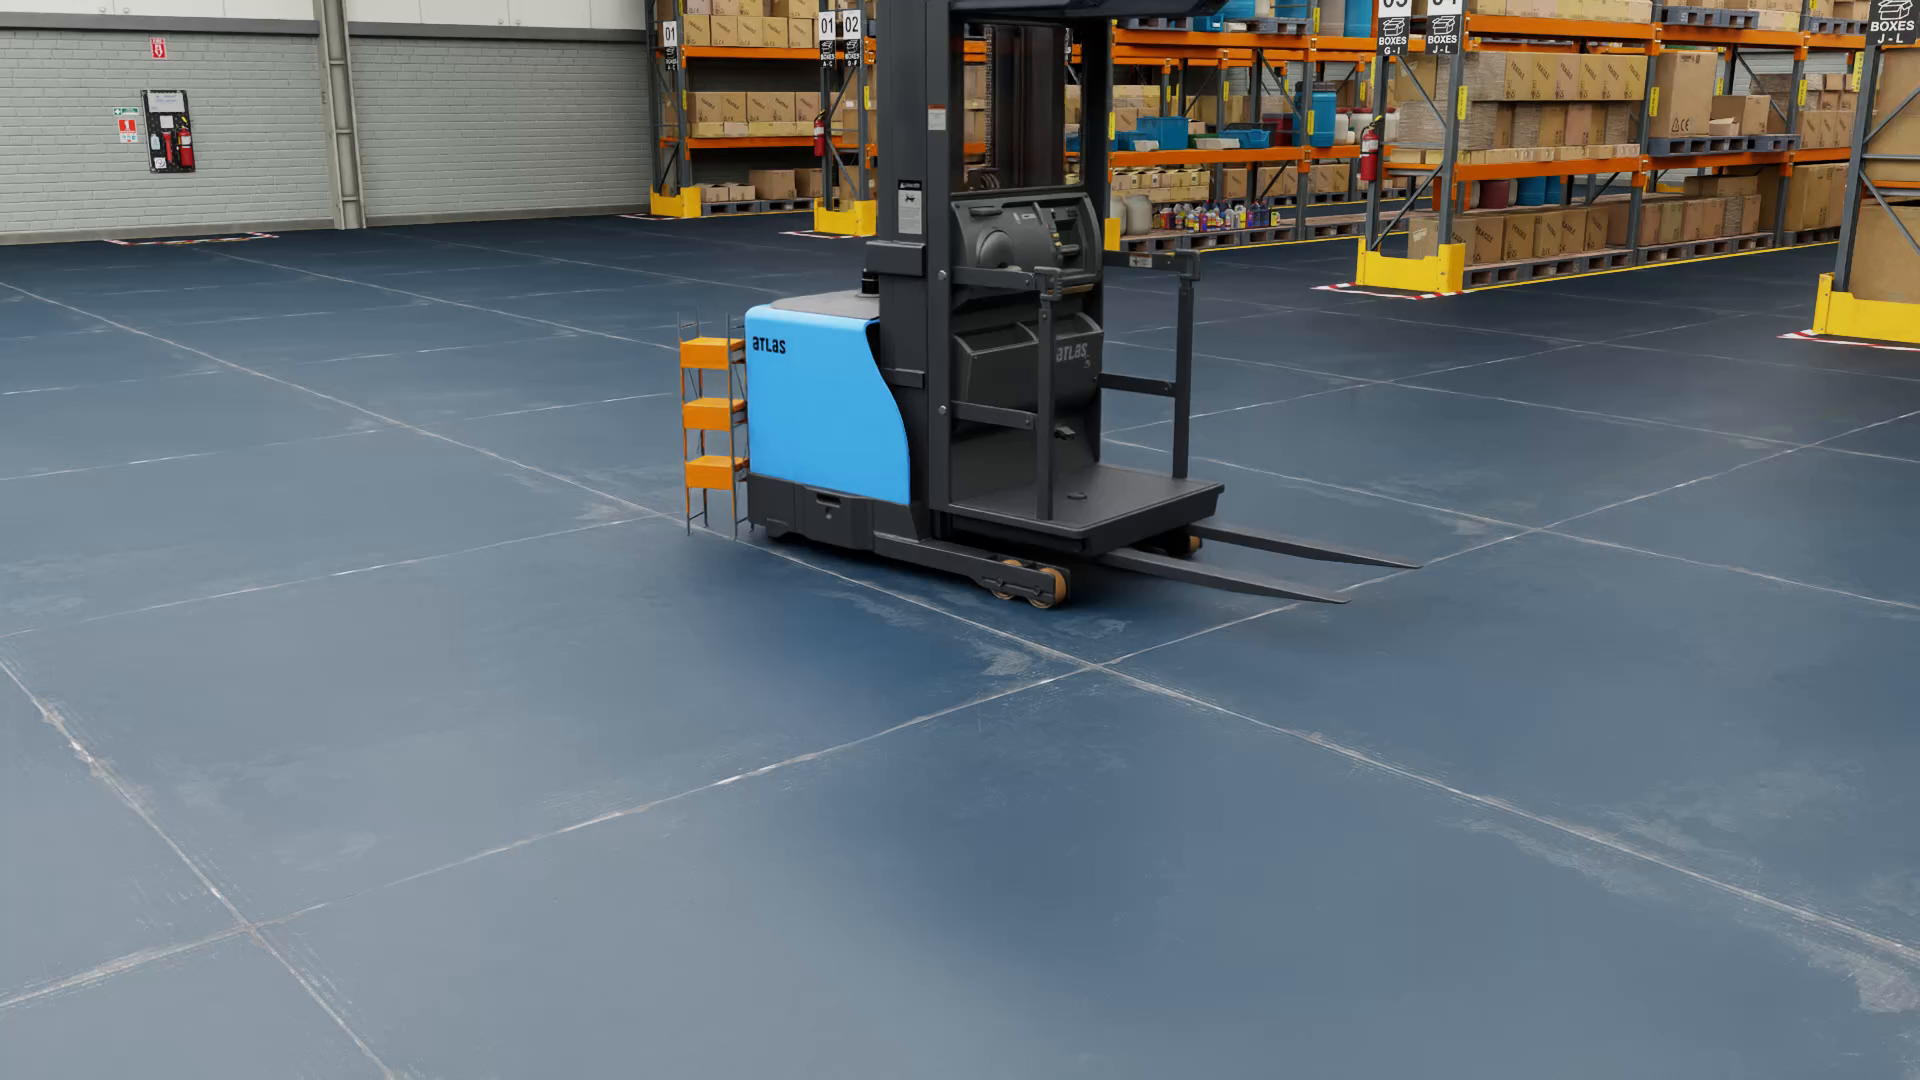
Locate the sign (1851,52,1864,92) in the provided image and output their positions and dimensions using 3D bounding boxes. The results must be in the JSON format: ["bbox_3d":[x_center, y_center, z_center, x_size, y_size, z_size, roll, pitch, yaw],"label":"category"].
[{"bbox_3d":[7.615,-3.963,14.073,0.005,0.325,0.100,-13,19,-39],"label":"sign"}]

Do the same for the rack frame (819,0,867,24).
[{"bbox_3d":[-1.719,-8.992,23.975,0.127,3.000,1.000,-13,19,-39],"label":"rack frame"}]

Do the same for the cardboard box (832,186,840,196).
[{"bbox_3d":[-2.340,-6.482,30.842,0.380,0.166,0.250,13,20,40],"label":"cardboard box"}]

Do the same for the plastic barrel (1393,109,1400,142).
[{"bbox_3d":[6.611,-6.251,25.121,0.421,0.512,0.421,0,15,0],"label":"plastic barrel"}]

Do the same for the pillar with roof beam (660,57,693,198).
[{"bbox_3d":[-2.188,-9.404,25.520,0.400,9.000,9.100,-13,19,-39],"label":"pillar with roof beam"}]

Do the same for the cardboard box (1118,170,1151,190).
[{"bbox_3d":[2.933,-6.199,28.571,0.500,0.311,0.500,-12,19,-38],"label":"cardboard box"}]

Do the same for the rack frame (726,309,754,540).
[{"bbox_3d":[-1.018,-0.533,7.710,0.008,1.050,0.200,5,16,17],"label":"rack frame"}]

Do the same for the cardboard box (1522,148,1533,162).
[{"bbox_3d":[6.091,-4.258,18.364,0.250,0.149,0.380,-13,19,-39],"label":"cardboard box"}]

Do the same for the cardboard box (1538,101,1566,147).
[{"bbox_3d":[6.303,-4.711,18.804,0.500,0.500,0.875,-13,19,-39],"label":"cardboard box"}]

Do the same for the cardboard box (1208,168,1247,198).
[{"bbox_3d":[4.847,-6.475,30.170,0.500,0.500,0.500,-12,19,-37],"label":"cardboard box"}]

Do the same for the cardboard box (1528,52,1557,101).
[{"bbox_3d":[6.133,-5.048,18.127,0.500,0.500,0.500,-13,19,-39],"label":"cardboard box"}]

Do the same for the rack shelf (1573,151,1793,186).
[{"bbox_3d":[9.307,-4.833,21.425,4.000,0.370,1.077,-13,19,-39],"label":"rack shelf"}]

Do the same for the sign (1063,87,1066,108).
[{"bbox_3d":[1.664,-7.120,26.761,0.005,0.325,0.100,-13,19,-39],"label":"sign"}]

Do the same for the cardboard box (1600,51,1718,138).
[{"bbox_3d":[8.490,-5.442,20.334,1.000,1.000,1.000,-12,19,-39],"label":"cardboard box"}]

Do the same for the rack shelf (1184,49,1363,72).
[{"bbox_3d":[5.825,-8.889,30.797,4.000,0.370,1.077,-13,19,-39],"label":"rack shelf"}]

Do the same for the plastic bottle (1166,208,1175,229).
[{"bbox_3d":[2.906,-4.442,22.978,0.133,0.283,0.061,-13,19,-39],"label":"plastic bottle"}]

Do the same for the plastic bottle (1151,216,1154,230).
[{"bbox_3d":[2.627,-4.386,22.926,0.097,0.201,0.097,0,15,0],"label":"plastic bottle"}]

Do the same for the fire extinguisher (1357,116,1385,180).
[{"bbox_3d":[4.392,-4.197,17.801,0.183,0.674,0.296,-13,19,-39],"label":"fire extinguisher"}]

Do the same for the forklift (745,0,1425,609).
[{"bbox_3d":[0.455,-1.291,6.903,3.031,2.935,1.130,12,19,39],"label":"forklift"}]

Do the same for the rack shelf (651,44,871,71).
[{"bbox_3d":[-3.465,-8.498,29.332,4.000,0.370,1.077,-13,19,-39],"label":"rack shelf"}]

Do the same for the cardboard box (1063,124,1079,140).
[{"bbox_3d":[1.641,-6.790,27.650,0.500,0.250,0.500,-11,19,-36],"label":"cardboard box"}]

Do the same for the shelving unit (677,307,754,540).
[{"bbox_3d":[-1.134,-0.542,7.746,0.252,1.050,0.215,5,16,17],"label":"shelving unit"}]

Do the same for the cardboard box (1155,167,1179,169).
[{"bbox_3d":[3.728,-6.562,29.933,0.500,0.311,0.500,-12,19,-38],"label":"cardboard box"}]

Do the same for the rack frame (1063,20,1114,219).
[{"bbox_3d":[1.530,-5.128,21.137,0.127,3.000,1.000,-13,19,-39],"label":"rack frame"}]

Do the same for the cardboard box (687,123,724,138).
[{"bbox_3d":[-4.397,-7.015,28.453,0.500,0.250,0.500,-13,20,-41],"label":"cardboard box"}]

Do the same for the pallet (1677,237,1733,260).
[{"bbox_3d":[9.306,-3.835,21.697,1.213,0.211,1.003,-13,19,-39],"label":"pallet"}]

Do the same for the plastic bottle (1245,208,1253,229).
[{"bbox_3d":[4.010,-4.473,23.094,0.133,0.283,0.061,-11,19,-36],"label":"plastic bottle"}]

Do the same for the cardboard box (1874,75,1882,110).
[{"bbox_3d":[13.357,-6.620,24.584,0.637,0.503,0.797,-13,20,-41],"label":"cardboard box"}]

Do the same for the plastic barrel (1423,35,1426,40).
[{"bbox_3d":[7.129,-7.994,25.836,0.421,0.512,0.421,0,15,0],"label":"plastic barrel"}]

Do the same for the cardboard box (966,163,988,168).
[{"bbox_3d":[0.332,-5.719,26.409,0.500,0.500,0.500,-13,19,-39],"label":"cardboard box"}]

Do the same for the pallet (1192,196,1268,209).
[{"bbox_3d":[4.904,-6.221,30.629,1.213,0.211,1.003,-13,19,-39],"label":"pallet"}]

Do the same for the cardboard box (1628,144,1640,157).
[{"bbox_3d":[7.829,-4.627,19.746,0.250,0.149,0.380,-13,19,-39],"label":"cardboard box"}]

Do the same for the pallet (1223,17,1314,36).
[{"bbox_3d":[4.067,-7.023,22.782,1.003,0.211,1.213,-13,19,-39],"label":"pallet"}]

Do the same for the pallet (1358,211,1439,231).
[{"bbox_3d":[6.955,-5.013,26.108,1.213,0.211,1.003,-13,19,-39],"label":"pallet"}]

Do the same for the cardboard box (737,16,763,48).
[{"bbox_3d":[-3.740,-8.745,28.632,0.500,0.500,0.500,-12,19,-37],"label":"cardboard box"}]

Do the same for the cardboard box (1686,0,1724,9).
[{"bbox_3d":[8.928,-6.764,20.434,0.637,0.503,0.797,-12,19,-37],"label":"cardboard box"}]

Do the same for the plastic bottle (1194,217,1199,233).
[{"bbox_3d":[3.180,-4.253,22.430,0.097,0.201,0.097,0,15,0],"label":"plastic bottle"}]

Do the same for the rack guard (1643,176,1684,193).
[{"bbox_3d":[13.609,-6.638,31.632,0.348,0.500,1.175,-13,19,-39],"label":"rack guard"}]

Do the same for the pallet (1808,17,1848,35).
[{"bbox_3d":[11.267,-6.997,22.685,1.003,0.211,1.213,-12,19,-37],"label":"pallet"}]

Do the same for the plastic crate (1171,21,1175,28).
[{"bbox_3d":[2.770,-6.952,22.181,0.575,0.384,0.392,-13,19,-39],"label":"plastic crate"}]

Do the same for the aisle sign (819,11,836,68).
[{"bbox_3d":[-1.962,-7.395,24.587,0.004,0.787,0.394,-13,19,-39],"label":"aisle sign"}]

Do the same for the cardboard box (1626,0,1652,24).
[{"bbox_3d":[7.626,-6.091,19.217,0.500,0.250,0.500,-12,19,-37],"label":"cardboard box"}]

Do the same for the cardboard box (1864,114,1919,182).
[{"bbox_3d":[8.211,-3.326,14.097,0.550,0.550,0.875,-13,19,-39],"label":"cardboard box"}]

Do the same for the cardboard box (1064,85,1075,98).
[{"bbox_3d":[1.978,-9.094,33.722,0.500,0.250,0.500,-13,20,-40],"label":"cardboard box"}]

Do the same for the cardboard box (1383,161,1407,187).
[{"bbox_3d":[8.747,-7.452,33.821,0.637,0.503,0.797,-13,19,-39],"label":"cardboard box"}]

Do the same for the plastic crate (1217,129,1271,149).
[{"bbox_3d":[3.890,-5.494,22.793,0.616,0.251,0.499,-13,19,-39],"label":"plastic crate"}]

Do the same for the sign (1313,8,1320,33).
[{"bbox_3d":[4.900,-7.151,22.878,0.005,0.325,0.100,-13,19,-39],"label":"sign"}]

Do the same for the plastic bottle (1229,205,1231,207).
[{"bbox_3d":[3.793,-4.674,23.861,0.135,0.276,0.152,-12,19,-37],"label":"plastic bottle"}]

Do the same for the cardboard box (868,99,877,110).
[{"bbox_3d":[-1.282,-6.480,24.745,0.250,0.149,0.380,-13,20,-40],"label":"cardboard box"}]

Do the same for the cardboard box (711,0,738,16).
[{"bbox_3d":[-4.112,-9.141,28.175,0.500,0.500,0.500,-13,20,-40],"label":"cardboard box"}]
